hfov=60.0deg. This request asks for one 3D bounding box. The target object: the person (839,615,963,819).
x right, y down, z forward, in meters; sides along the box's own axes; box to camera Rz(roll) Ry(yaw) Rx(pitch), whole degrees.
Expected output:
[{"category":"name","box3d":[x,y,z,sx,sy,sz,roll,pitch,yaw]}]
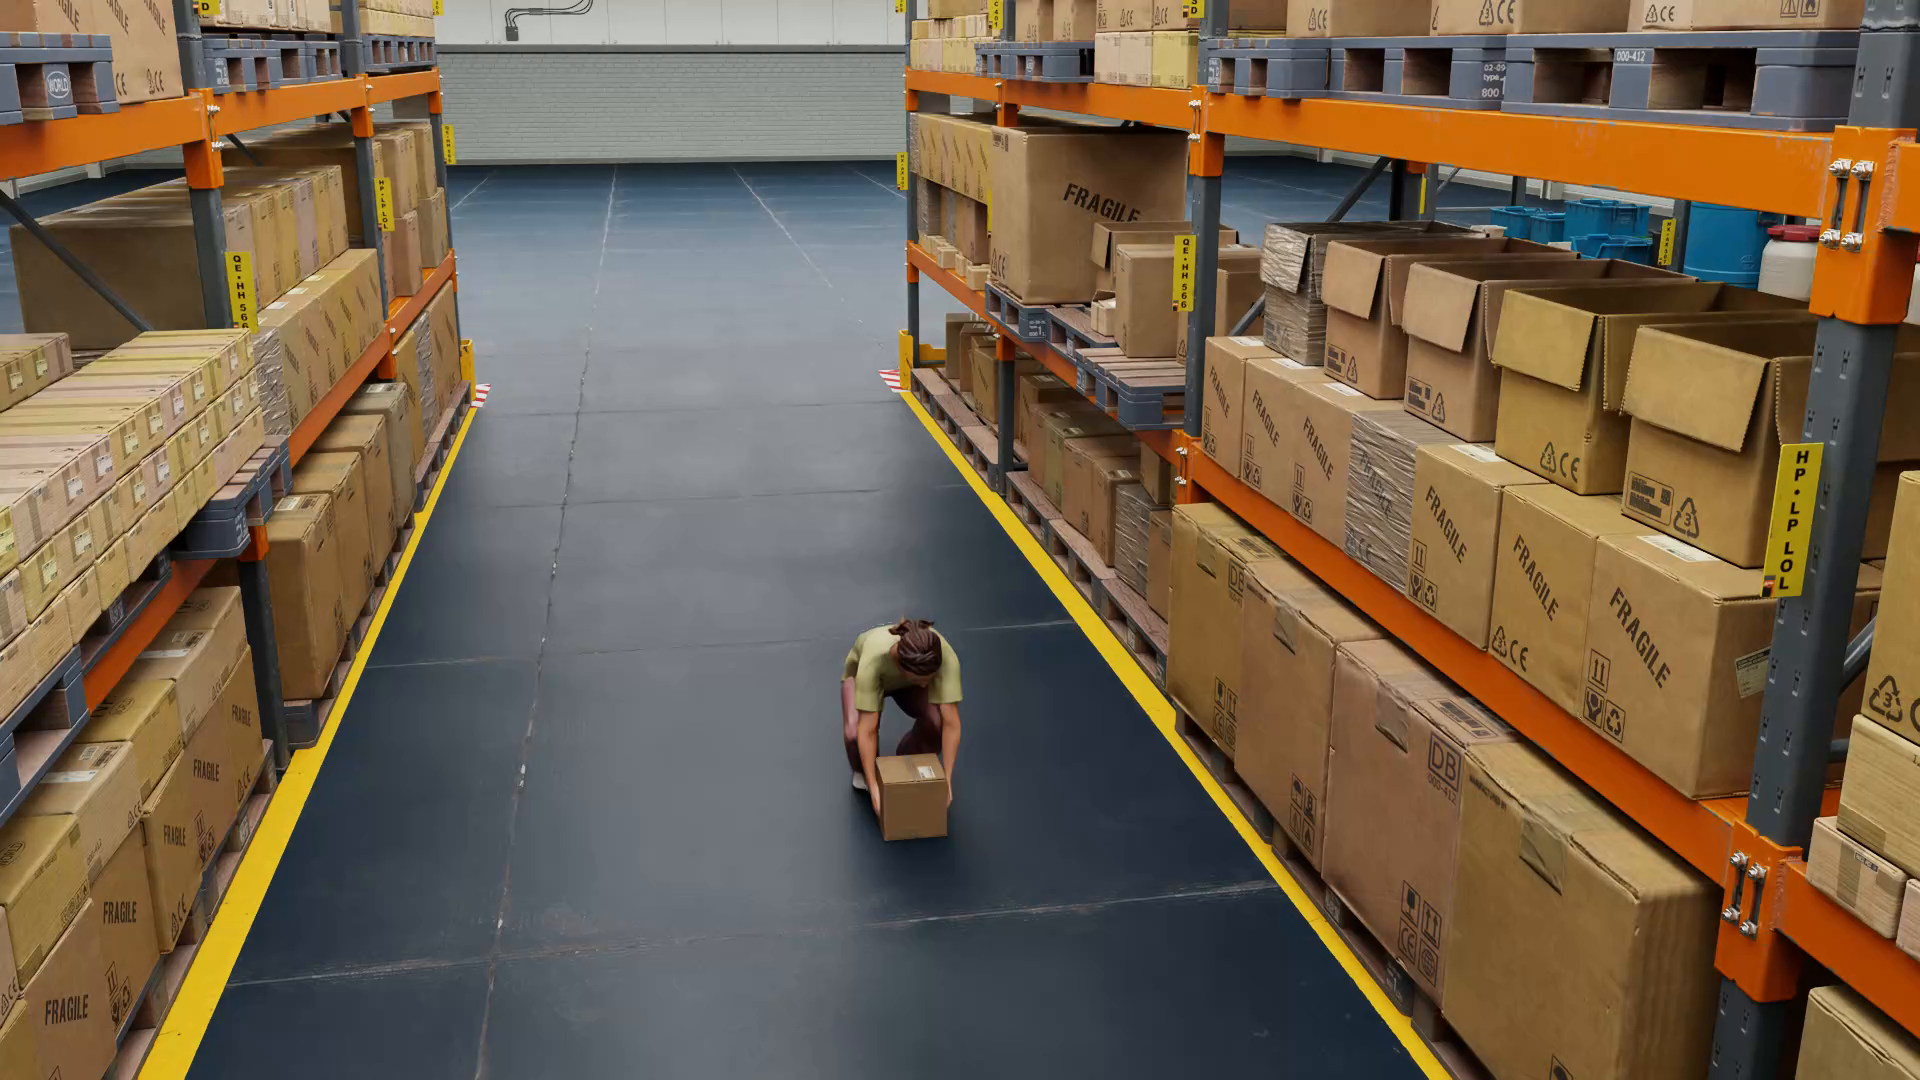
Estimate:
[{"category":"person","box3d":[-0.252,0.657,6.834,0.484,0.819,0.802,-3,17,-10]}]
